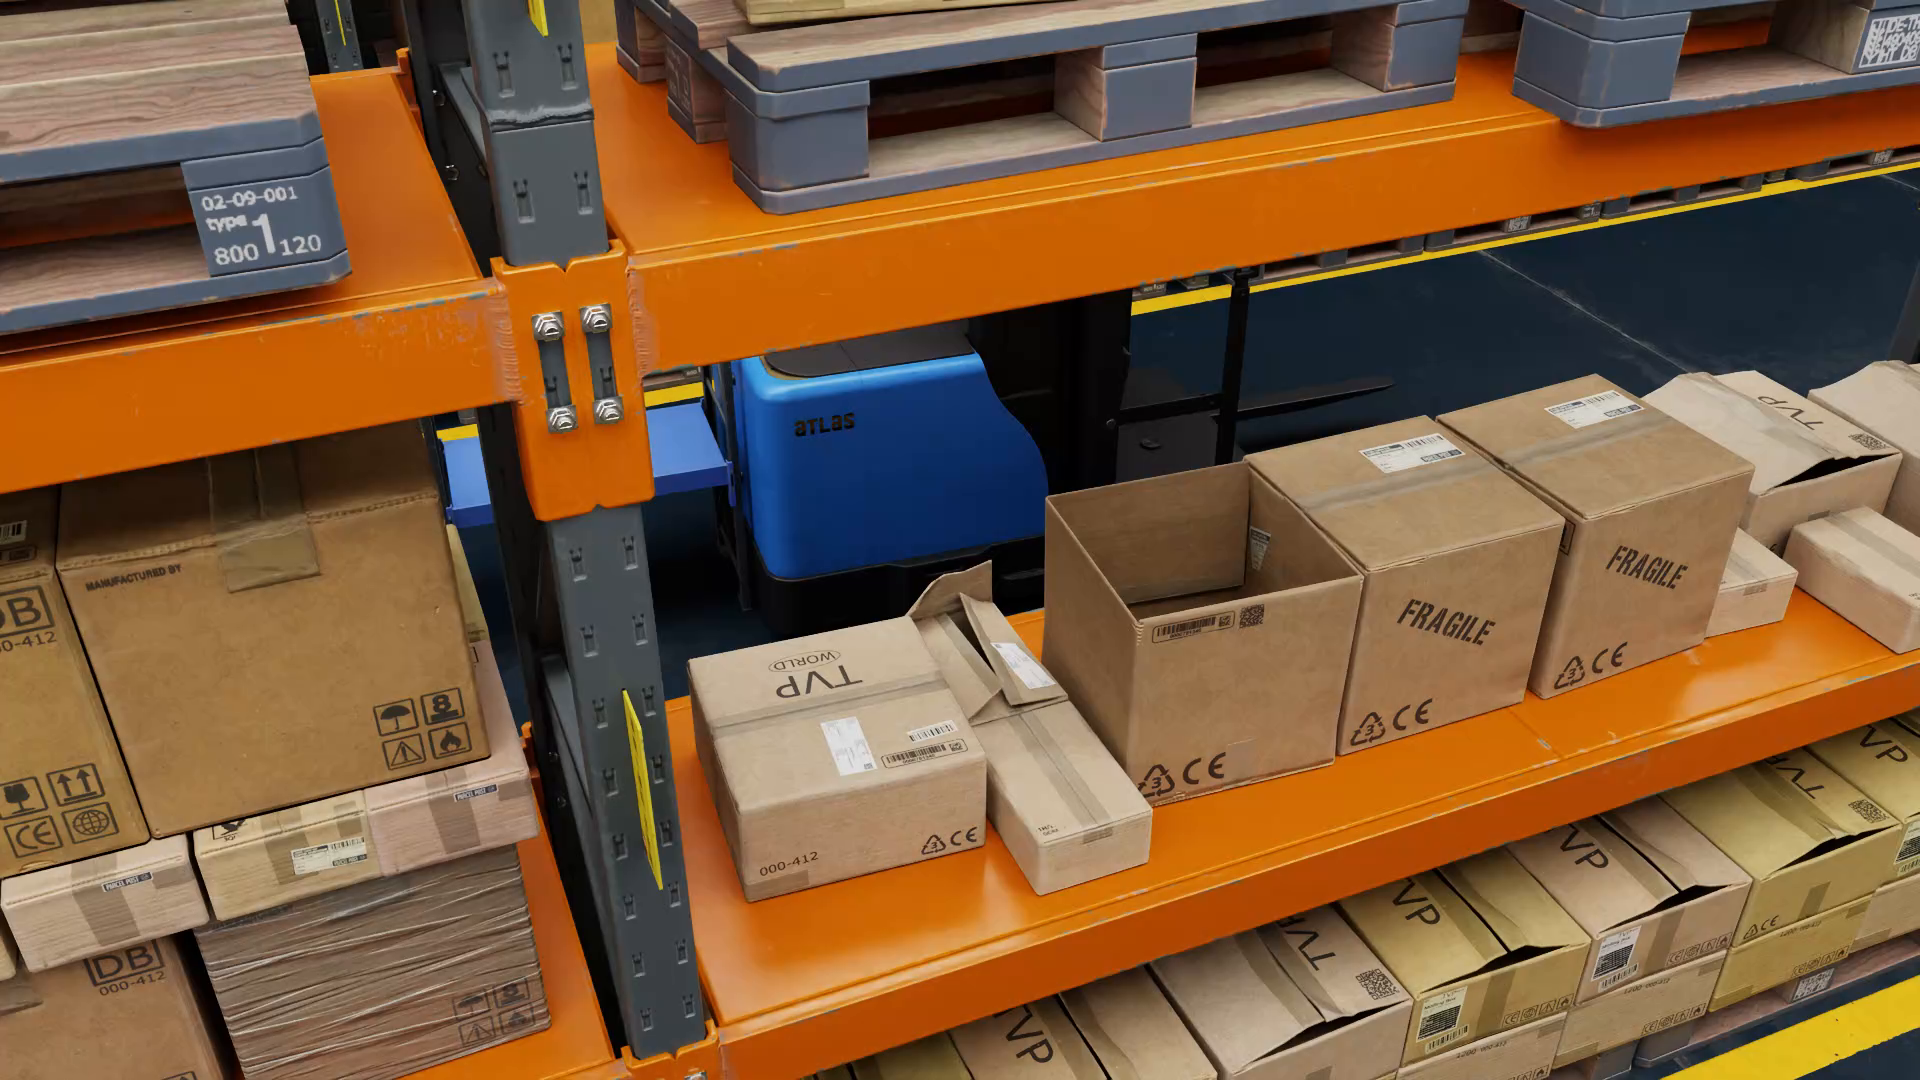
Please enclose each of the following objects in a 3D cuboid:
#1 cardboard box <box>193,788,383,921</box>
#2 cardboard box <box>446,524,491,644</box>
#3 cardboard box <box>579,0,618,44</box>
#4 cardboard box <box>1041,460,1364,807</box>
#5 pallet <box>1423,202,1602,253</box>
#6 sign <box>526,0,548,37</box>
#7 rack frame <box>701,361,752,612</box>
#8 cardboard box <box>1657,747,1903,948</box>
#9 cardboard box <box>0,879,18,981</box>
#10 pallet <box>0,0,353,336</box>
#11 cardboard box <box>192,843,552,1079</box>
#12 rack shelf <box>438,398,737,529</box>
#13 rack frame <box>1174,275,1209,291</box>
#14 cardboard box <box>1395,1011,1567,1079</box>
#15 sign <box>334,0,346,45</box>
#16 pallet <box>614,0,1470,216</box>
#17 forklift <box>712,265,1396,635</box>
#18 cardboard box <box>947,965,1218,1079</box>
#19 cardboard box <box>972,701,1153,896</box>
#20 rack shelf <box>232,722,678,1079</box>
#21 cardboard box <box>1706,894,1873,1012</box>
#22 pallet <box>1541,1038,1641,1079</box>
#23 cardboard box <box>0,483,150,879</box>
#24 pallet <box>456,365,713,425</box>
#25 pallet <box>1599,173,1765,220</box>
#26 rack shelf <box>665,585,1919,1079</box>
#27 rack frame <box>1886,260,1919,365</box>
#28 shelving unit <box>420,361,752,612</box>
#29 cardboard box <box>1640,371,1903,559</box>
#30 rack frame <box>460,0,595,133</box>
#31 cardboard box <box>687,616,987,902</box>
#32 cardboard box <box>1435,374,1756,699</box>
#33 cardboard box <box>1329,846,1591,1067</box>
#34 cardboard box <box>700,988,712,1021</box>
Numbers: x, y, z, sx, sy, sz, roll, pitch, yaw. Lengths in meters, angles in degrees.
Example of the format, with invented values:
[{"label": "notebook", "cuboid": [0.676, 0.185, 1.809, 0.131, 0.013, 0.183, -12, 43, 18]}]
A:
[{"label": "cardboard box", "cuboid": [-1.097, 0.405, 2.691, 0.250, 0.149, 0.380, -14, 35, -20]}, {"label": "cardboard box", "cuboid": [-1.023, 0.148, 3.086, 0.250, 0.149, 0.380, -13, 35, -19]}, {"label": "cardboard box", "cuboid": [-1.621, -2.419, 7.222, 0.500, 0.500, 0.700, -9, 34, -14]}, {"label": "cardboard box", "cuboid": [0.500, 0.195, 3.607, 0.500, 0.500, 0.500, -10, 34, -16]}, {"label": "pallet", "cuboid": [2.946, -2.047, 9.703, 1.213, 0.211, 1.003, -13, 35, -19]}, {"label": "sign", "cuboid": [-0.484, -0.726, 1.818, 0.005, 0.325, 0.100, -13, 35, -19]}, {"label": "rack frame", "cuboid": [-0.887, -0.487, 6.123, 0.032, 1.500, 0.500, -10, 34, -15]}, {"label": "cardboard box", "cuboid": [2.123, 0.747, 4.474, 0.500, 0.311, 0.500, -13, 35, -20]}, {"label": "cardboard box", "cuboid": [-1.579, 0.518, 2.518, 0.250, 0.149, 0.380, -13, 35, -19]}, {"label": "pallet", "cuboid": [-1.477, -0.525, 2.137, 1.213, 0.211, 1.003, -13, 35, -19]}, {"label": "cardboard box", "cuboid": [-1.107, 0.558, 3.051, 0.500, 0.500, 0.700, -14, 36, -20]}, {"label": "rack shelf", "cuboid": [-1.370, -0.249, 6.087, 1.000, 0.185, 0.538, -10, 34, -15]}, {"label": "rack frame", "cuboid": [1.066, -2.832, 8.352, 0.127, 3.000, 1.000, -13, 35, -19]}, {"label": "cardboard box", "cuboid": [1.185, 1.194, 4.301, 0.500, 0.250, 0.500, -12, 35, -18]}, {"label": "sign", "cuboid": [-2.405, -2.079, 6.401, 0.005, 0.325, 0.100, -13, 35, -19]}, {"label": "pallet", "cuboid": [0.108, -0.867, 2.758, 1.217, 0.209, 0.805, -14, 36, -21]}, {"label": "forklift", "cuboid": [0.597, -1.337, 6.117, 3.031, 2.935, 1.130, -10, 34, -15]}, {"label": "cardboard box", "cuboid": [0.241, 1.179, 3.810, 0.500, 0.311, 0.500, -13, 35, -19]}, {"label": "cardboard box", "cuboid": [0.196, 0.524, 3.425, 0.250, 0.149, 0.380, -13, 35, -19]}, {"label": "rack shelf", "cuboid": [-2.545, 1.226, 2.774, 4.000, 0.370, 1.077, -13, 35, -19]}, {"label": "cardboard box", "cuboid": [2.123, 0.979, 4.631, 0.500, 0.250, 0.500, -13, 35, -19]}, {"label": "pallet", "cuboid": [1.090, 1.237, 4.656, 1.213, 0.211, 1.003, -13, 35, -19]}, {"label": "cardboard box", "cuboid": [-1.573, 0.121, 2.532, 0.500, 0.500, 0.700, -13, 35, -19]}, {"label": "pallet", "cuboid": [-1.904, -0.984, 8.069, 1.213, 0.211, 1.003, -13, 35, -19]}, {"label": "pallet", "cuboid": [4.072, -2.307, 10.102, 1.213, 0.211, 1.003, -13, 35, -19]}, {"label": "rack shelf", "cuboid": [1.144, 0.382, 4.072, 4.000, 0.370, 1.077, -13, 35, -19]}, {"label": "rack frame", "cuboid": [2.988, -0.342, 4.525, 0.127, 3.000, 1.000, -13, 35, -19]}, {"label": "shelving unit", "cuboid": [-1.370, -0.399, 5.988, 1.048, 1.500, 0.538, -10, 34, -15]}, {"label": "cardboard box", "cuboid": [2.088, -0.213, 4.409, 0.500, 0.311, 0.500, -13, 35, -19]}, {"label": "rack frame", "cuboid": [-0.701, -2.012, 1.591, 0.127, 3.000, 1.000, -13, 35, -19]}, {"label": "cardboard box", "cuboid": [-0.263, 0.440, 3.462, 0.500, 0.250, 0.500, -11, 35, -16]}, {"label": "cardboard box", "cuboid": [1.447, -0.021, 3.941, 0.500, 0.500, 0.500, -15, 36, -21]}, {"label": "cardboard box", "cuboid": [1.194, 0.957, 4.151, 0.500, 0.311, 0.500, -12, 35, -18]}, {"label": "cardboard box", "cuboid": [-0.438, 1.014, 4.063, 0.500, 0.311, 0.500, -13, 35, -19]}]
